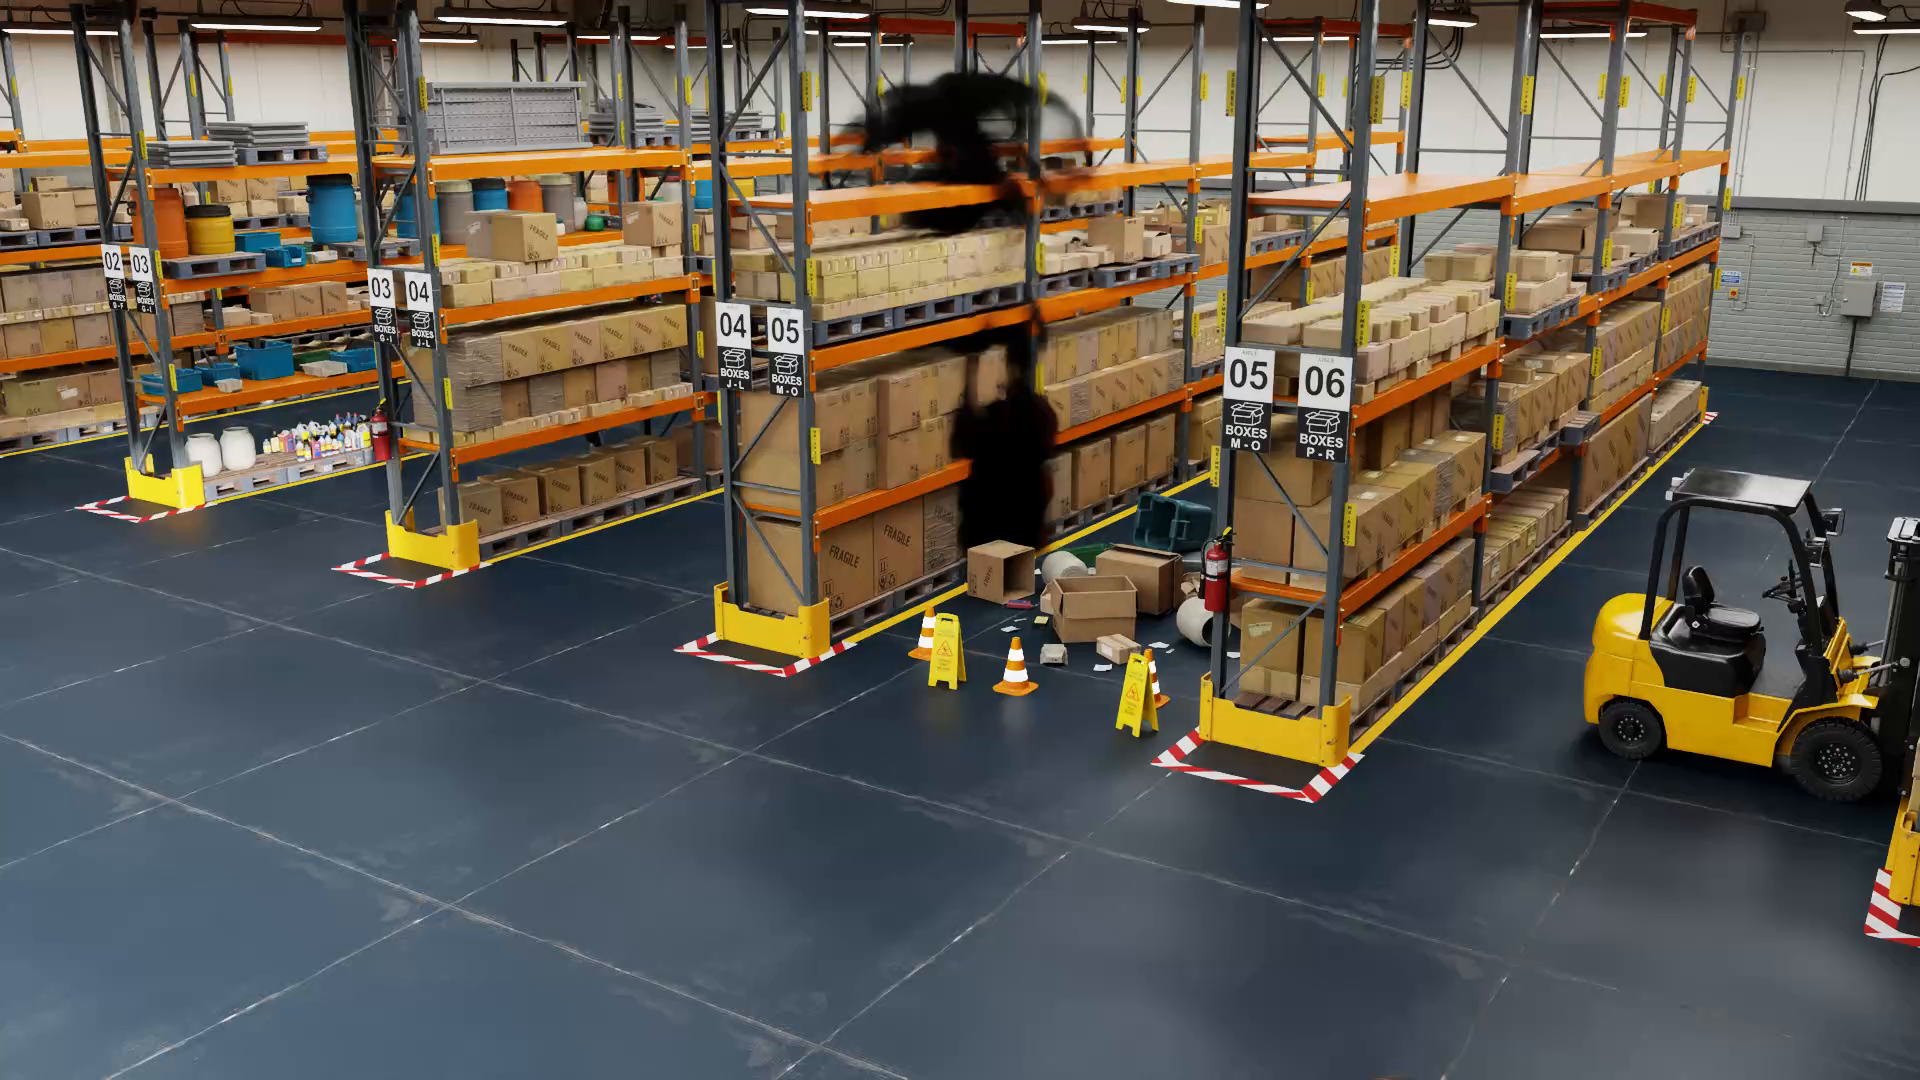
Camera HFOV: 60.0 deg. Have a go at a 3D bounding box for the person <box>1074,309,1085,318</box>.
[{"bbox_3d":[1.886,-2.836,26.532,0.531,1.497,0.883,7,17,24],"label":"person"}]

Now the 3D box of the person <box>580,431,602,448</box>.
[{"bbox_3d":[-5.102,-1.820,22.867,0.529,1.557,0.534,5,16,16],"label":"person"}]
